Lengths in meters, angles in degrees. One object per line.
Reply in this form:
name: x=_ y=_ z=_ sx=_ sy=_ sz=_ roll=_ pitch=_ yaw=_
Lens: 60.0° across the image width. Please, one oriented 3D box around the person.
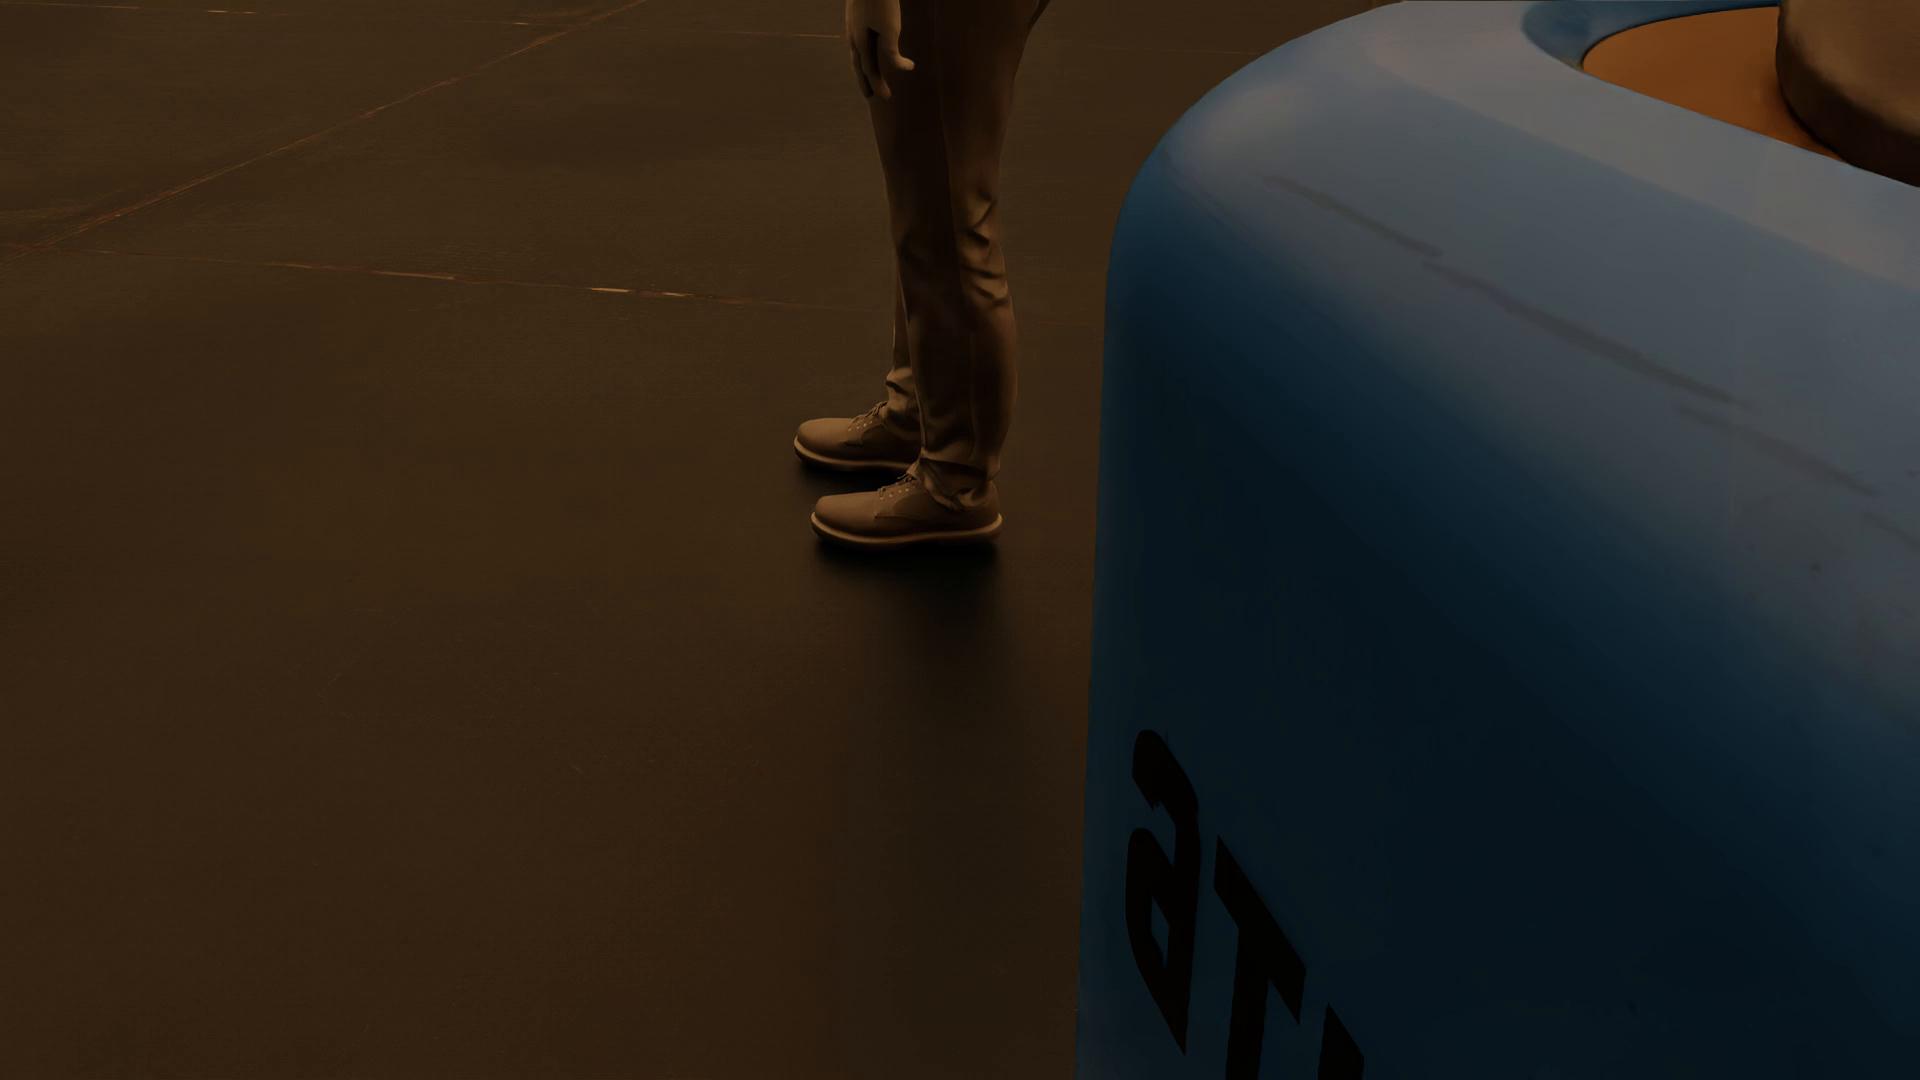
person: x=-0.066 y=-0.773 z=2.134 sx=0.529 sy=1.694 sz=0.587 roll=6 pitch=27 yaw=11
